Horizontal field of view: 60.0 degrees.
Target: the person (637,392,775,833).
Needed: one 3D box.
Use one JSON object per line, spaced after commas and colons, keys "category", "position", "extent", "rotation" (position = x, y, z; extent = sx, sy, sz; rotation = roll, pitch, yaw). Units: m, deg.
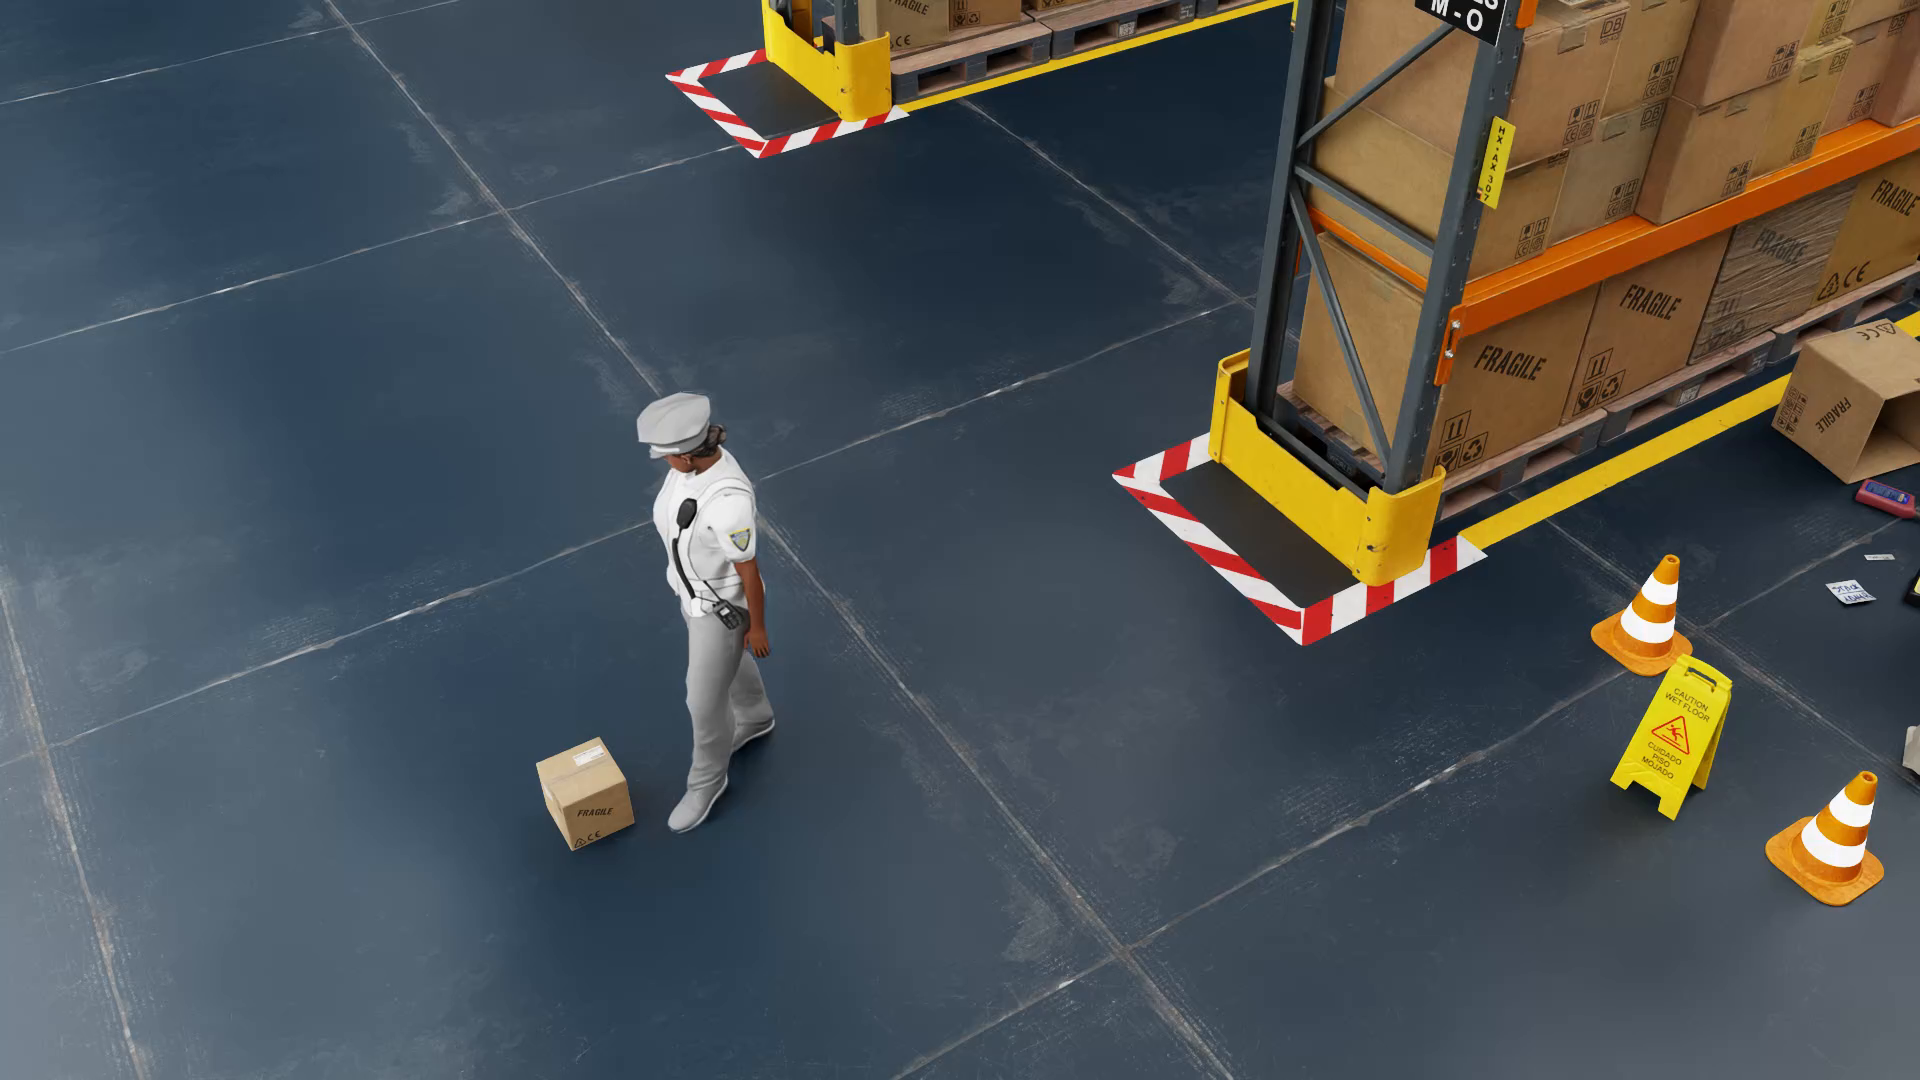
{"category": "person", "position": [-0.937, 0.248, 5.874], "extent": [0.544, 1.690, 0.501], "rotation": [-19, 44, -20]}
